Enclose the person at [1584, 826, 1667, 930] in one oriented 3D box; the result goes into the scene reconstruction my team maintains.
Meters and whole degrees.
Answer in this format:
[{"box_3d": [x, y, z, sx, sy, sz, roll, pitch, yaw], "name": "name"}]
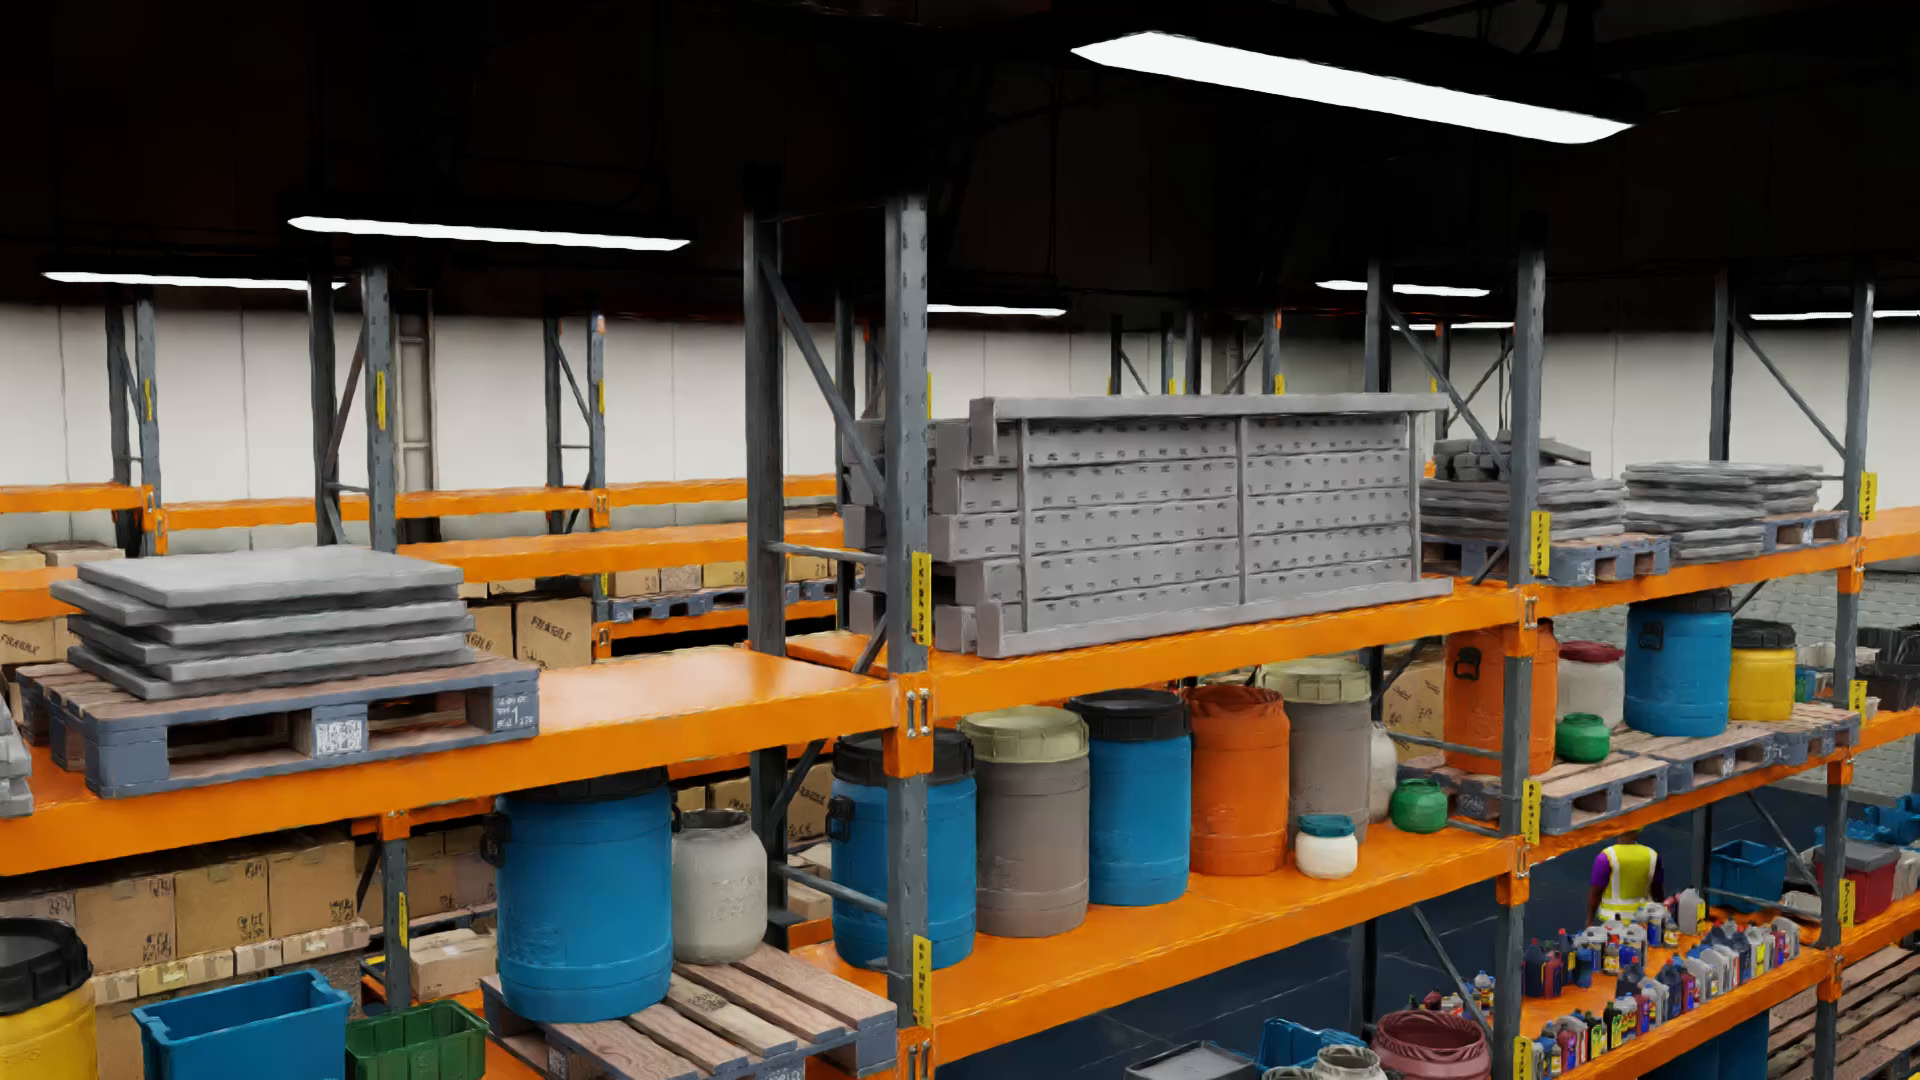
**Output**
[{"box_3d": [5.299, 3.004, 13.235, 0.658, 1.762, 0.591, -1, 6, -5], "name": "person"}]
